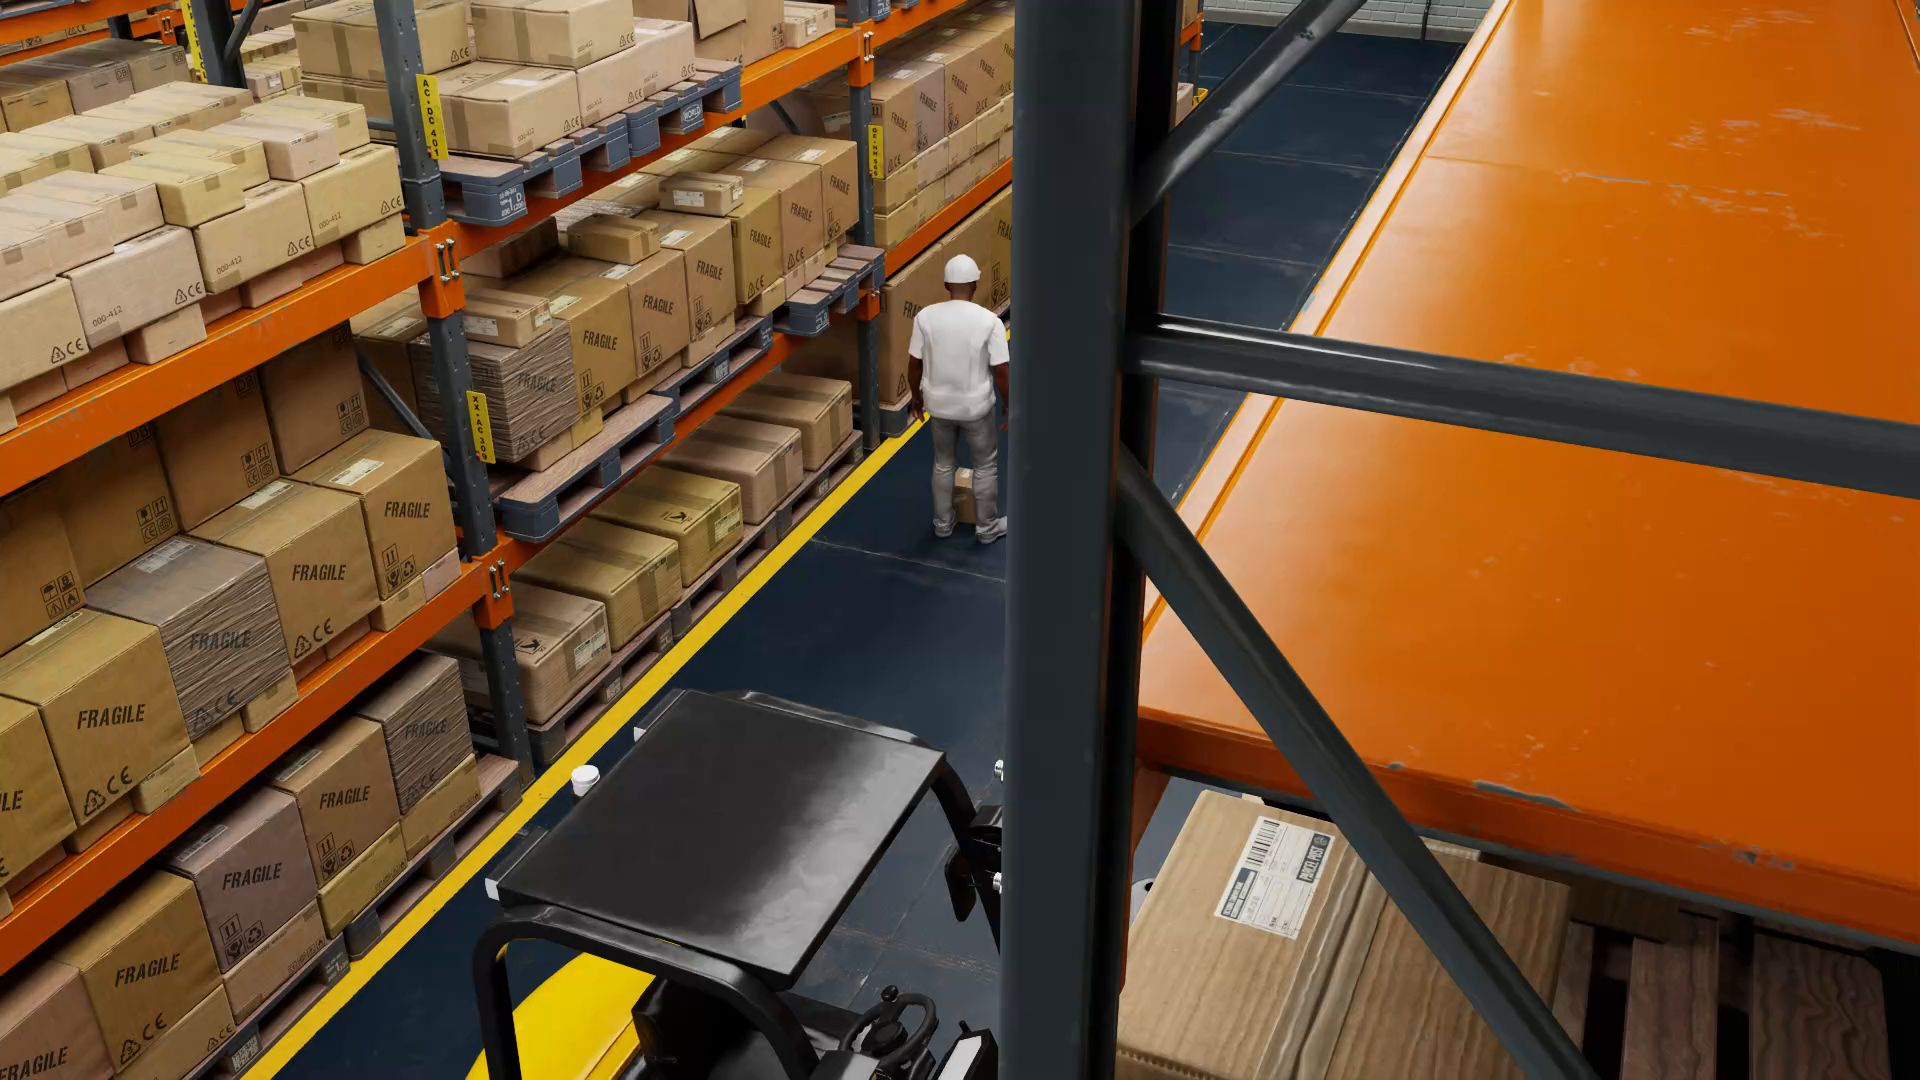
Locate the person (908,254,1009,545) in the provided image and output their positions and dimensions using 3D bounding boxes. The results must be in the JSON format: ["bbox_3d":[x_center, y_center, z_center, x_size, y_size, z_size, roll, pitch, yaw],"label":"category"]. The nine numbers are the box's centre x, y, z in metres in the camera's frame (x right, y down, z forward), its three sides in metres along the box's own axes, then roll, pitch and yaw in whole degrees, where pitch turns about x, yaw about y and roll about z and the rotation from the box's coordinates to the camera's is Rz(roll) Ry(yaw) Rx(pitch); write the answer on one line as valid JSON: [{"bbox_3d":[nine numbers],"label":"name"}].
[{"bbox_3d":[0.012,-0.821,9.834,0.634,1.760,0.459,9,31,15],"label":"person"}]
